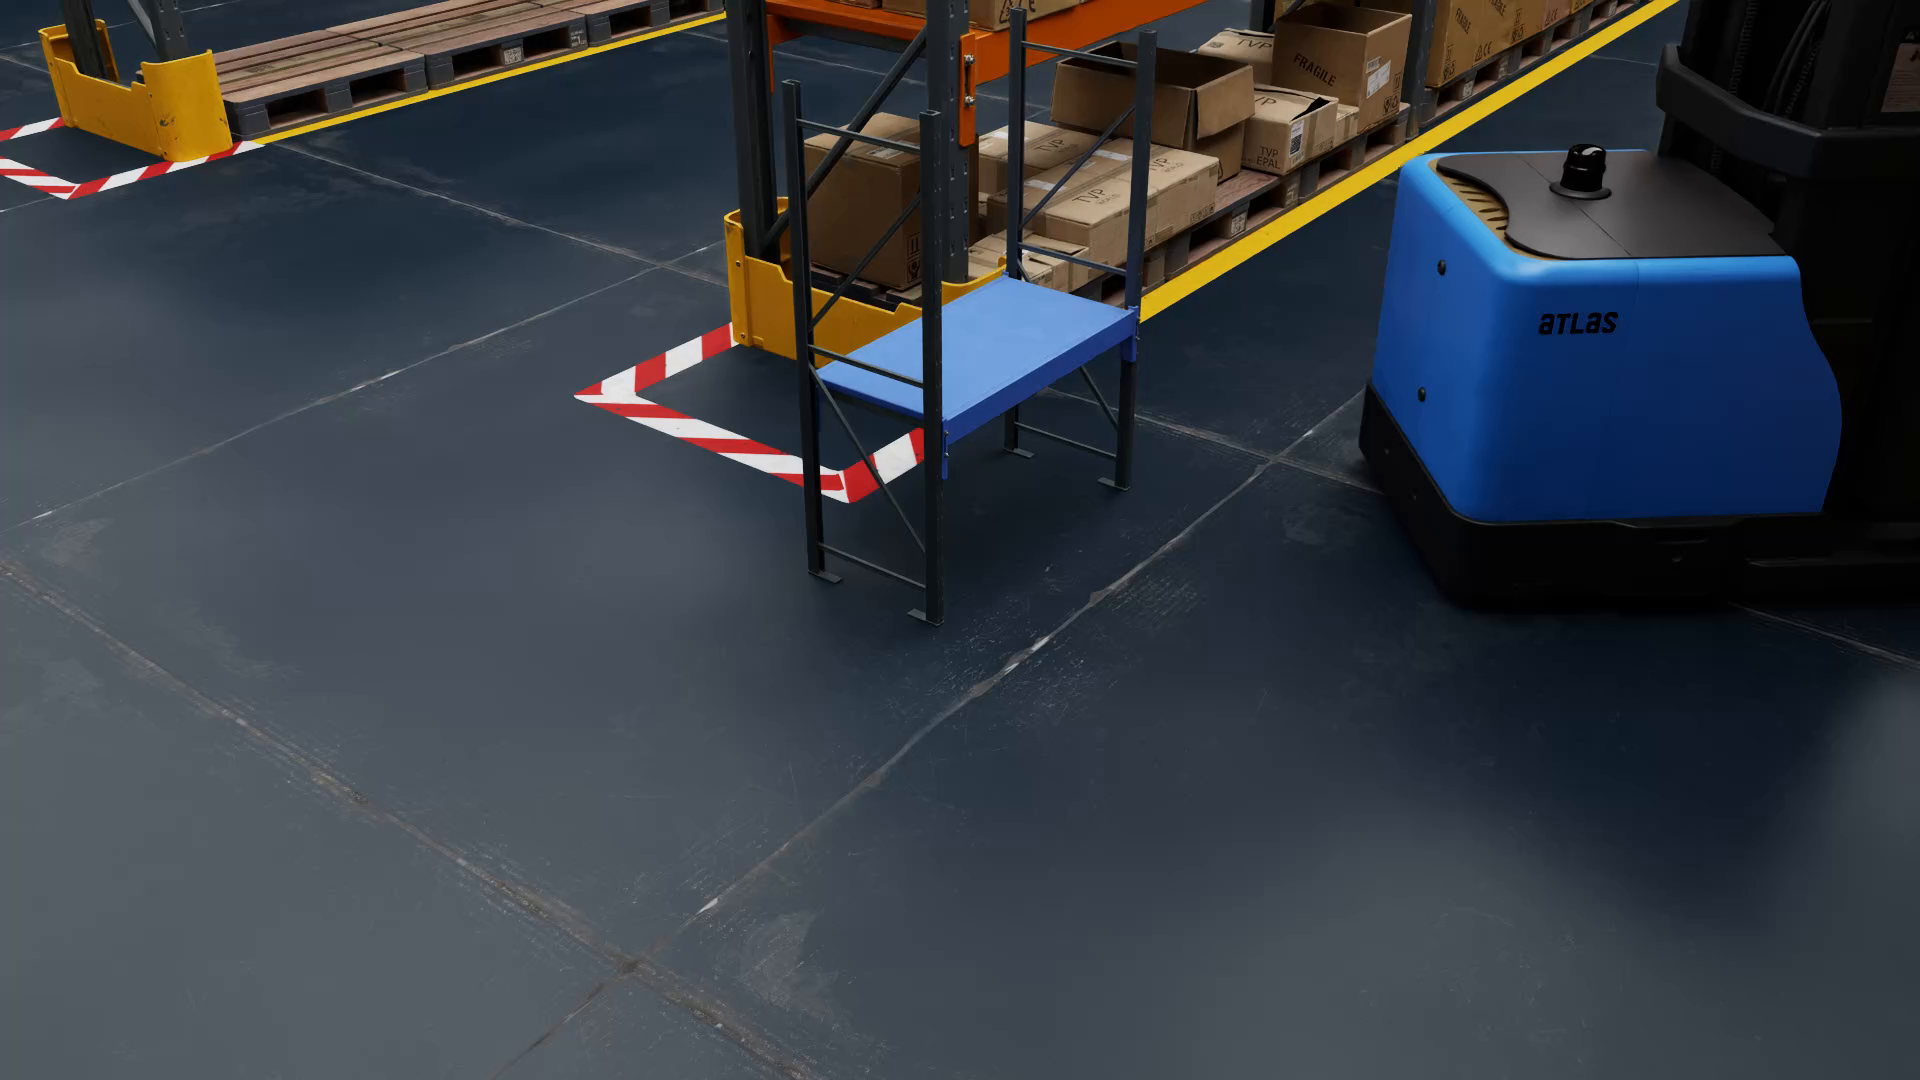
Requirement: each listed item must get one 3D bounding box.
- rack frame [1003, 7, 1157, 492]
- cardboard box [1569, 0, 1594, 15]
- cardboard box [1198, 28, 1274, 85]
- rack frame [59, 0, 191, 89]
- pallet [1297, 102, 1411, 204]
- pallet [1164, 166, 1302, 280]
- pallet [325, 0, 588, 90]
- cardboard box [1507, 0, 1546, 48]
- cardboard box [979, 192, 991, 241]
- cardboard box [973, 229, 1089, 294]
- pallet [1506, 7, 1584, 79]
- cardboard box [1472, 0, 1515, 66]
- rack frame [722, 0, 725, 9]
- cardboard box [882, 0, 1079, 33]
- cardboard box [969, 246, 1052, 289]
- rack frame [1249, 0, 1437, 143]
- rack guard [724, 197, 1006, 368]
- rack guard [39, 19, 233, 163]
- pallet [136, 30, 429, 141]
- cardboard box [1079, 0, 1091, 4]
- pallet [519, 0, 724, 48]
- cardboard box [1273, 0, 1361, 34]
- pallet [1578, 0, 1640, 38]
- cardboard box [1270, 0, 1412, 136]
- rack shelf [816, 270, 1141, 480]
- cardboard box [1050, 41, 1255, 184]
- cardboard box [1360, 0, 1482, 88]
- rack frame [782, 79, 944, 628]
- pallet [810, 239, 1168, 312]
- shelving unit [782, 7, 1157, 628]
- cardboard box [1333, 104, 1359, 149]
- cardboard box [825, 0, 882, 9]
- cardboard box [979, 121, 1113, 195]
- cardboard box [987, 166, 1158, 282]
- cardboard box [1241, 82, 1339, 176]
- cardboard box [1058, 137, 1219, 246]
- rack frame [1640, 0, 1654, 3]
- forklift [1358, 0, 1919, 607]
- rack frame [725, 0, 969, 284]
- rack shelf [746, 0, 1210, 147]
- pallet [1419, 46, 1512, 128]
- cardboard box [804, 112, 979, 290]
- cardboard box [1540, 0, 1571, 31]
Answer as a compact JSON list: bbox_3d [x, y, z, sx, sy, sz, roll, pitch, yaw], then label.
[{"bbox_3d":[0.358,-0.887,5.275,0.500,1.500,0.032,21,37,31],"label":"rack frame"},{"bbox_3d":[3.736,-3.649,10.485,0.500,0.500,0.500,20,36,30],"label":"cardboard box"},{"bbox_3d":[1.586,-2.500,8.732,0.500,0.311,0.500,21,37,31],"label":"cardboard box"},{"bbox_3d":[-4.350,-3.472,8.166,1.000,3.000,0.127,21,37,31],"label":"rack frame"},{"bbox_3d":[1.597,-2.093,8.575,1.003,0.211,1.213,21,37,31],"label":"pallet"},{"bbox_3d":[0.861,-1.595,7.735,1.003,0.211,1.213,21,37,31],"label":"pallet"},{"bbox_3d":[-3.084,-3.089,10.255,1.003,0.211,1.213,21,37,31],"label":"pallet"},{"bbox_3d":[3.119,-3.228,9.775,0.500,0.500,0.500,22,37,32],"label":"cardboard box"},{"bbox_3d":[0.045,-1.350,6.933,0.380,0.166,0.250,21,37,31],"label":"cardboard box"},{"bbox_3d":[0.275,-1.082,6.481,0.380,0.166,0.250,21,37,31],"label":"cardboard box"},{"bbox_3d":[3.209,-3.212,10.463,1.003,0.211,1.213,21,37,31],"label":"pallet"},{"bbox_3d":[2.811,-3.027,9.437,0.500,0.500,0.500,22,37,32],"label":"cardboard box"},{"bbox_3d":[-1.935,-5.098,10.909,1.000,3.000,0.127,21,37,31],"label":"rack frame"},{"bbox_3d":[0.075,-2.088,5.733,0.500,0.500,0.500,22,37,32],"label":"cardboard box"},{"bbox_3d":[0.124,-0.973,6.315,0.380,0.149,0.250,21,37,31],"label":"cardboard box"},{"bbox_3d":[2.012,-3.572,8.335,1.000,3.000,0.127,21,37,31],"label":"rack frame"},{"bbox_3d":[-0.357,-0.901,6.281,1.175,0.500,0.348,21,37,31],"label":"rack guard"},{"bbox_3d":[-4.354,-2.383,8.780,1.175,0.500,0.348,21,37,31],"label":"rack guard"},{"bbox_3d":[-3.821,-2.595,9.422,1.003,0.211,1.213,21,37,31],"label":"pallet"},{"bbox_3d":[0.383,-2.299,6.090,0.500,0.500,0.500,21,36,31],"label":"cardboard box"},{"bbox_3d":[-2.348,-3.587,11.096,1.003,0.211,1.213,21,37,31],"label":"pallet"},{"bbox_3d":[2.081,-2.974,9.347,0.500,0.500,0.500,21,37,31],"label":"cardboard box"},{"bbox_3d":[3.946,-3.706,11.296,1.003,0.211,1.213,21,37,31],"label":"pallet"},{"bbox_3d":[1.894,-2.367,8.322,0.500,0.500,0.500,21,37,31],"label":"cardboard box"},{"bbox_3d":[0.051,-0.525,5.018,0.538,0.185,1.000,21,37,31],"label":"rack shelf"},{"bbox_3d":[0.882,-1.922,7.568,0.797,0.503,0.637,21,37,31],"label":"cardboard box"},{"bbox_3d":[2.498,-2.807,9.065,0.500,0.500,0.500,19,36,29],"label":"cardboard box"},{"bbox_3d":[-0.255,-0.473,4.577,0.500,1.500,0.032,21,37,31],"label":"rack frame"},{"bbox_3d":[0.124,-1.101,6.902,1.003,0.211,1.213,21,37,31],"label":"pallet"},{"bbox_3d":[0.051,-0.680,4.926,0.538,1.500,1.048,21,37,31],"label":"shelving unit"},{"bbox_3d":[1.716,-2.045,8.123,0.380,0.149,0.250,21,37,31],"label":"cardboard box"},{"bbox_3d":[-0.349,-2.255,6.014,0.500,0.500,0.500,22,37,33],"label":"cardboard box"},{"bbox_3d":[0.327,-1.626,7.317,0.500,0.250,0.500,21,37,31],"label":"cardboard box"},{"bbox_3d":[0.454,-1.289,6.749,0.500,0.250,0.500,21,37,31],"label":"cardboard box"},{"bbox_3d":[1.441,-1.980,7.855,0.500,0.311,0.500,21,37,31],"label":"cardboard box"},{"bbox_3d":[0.755,-1.492,7.091,0.500,0.250,0.500,21,37,31],"label":"cardboard box"},{"bbox_3d":[4.426,-5.198,11.078,1.000,3.000,0.127,21,37,31],"label":"rack frame"},{"bbox_3d":[2.892,-1.348,4.650,3.031,2.935,1.130,-2,31,-3],"label":"forklift"},{"bbox_3d":[-0.403,-1.946,5.591,1.000,3.000,0.127,21,37,31],"label":"rack frame"},{"bbox_3d":[0.805,-2.449,7.146,1.077,0.370,4.000,21,37,31],"label":"rack shelf"},{"bbox_3d":[2.473,-2.714,9.623,1.003,0.211,1.213,21,37,31],"label":"pallet"},{"bbox_3d":[-0.271,-1.357,6.617,0.500,0.500,0.500,21,37,31],"label":"cardboard box"},{"bbox_3d":[3.425,-3.434,10.122,0.500,0.500,0.500,20,36,30],"label":"cardboard box"}]
